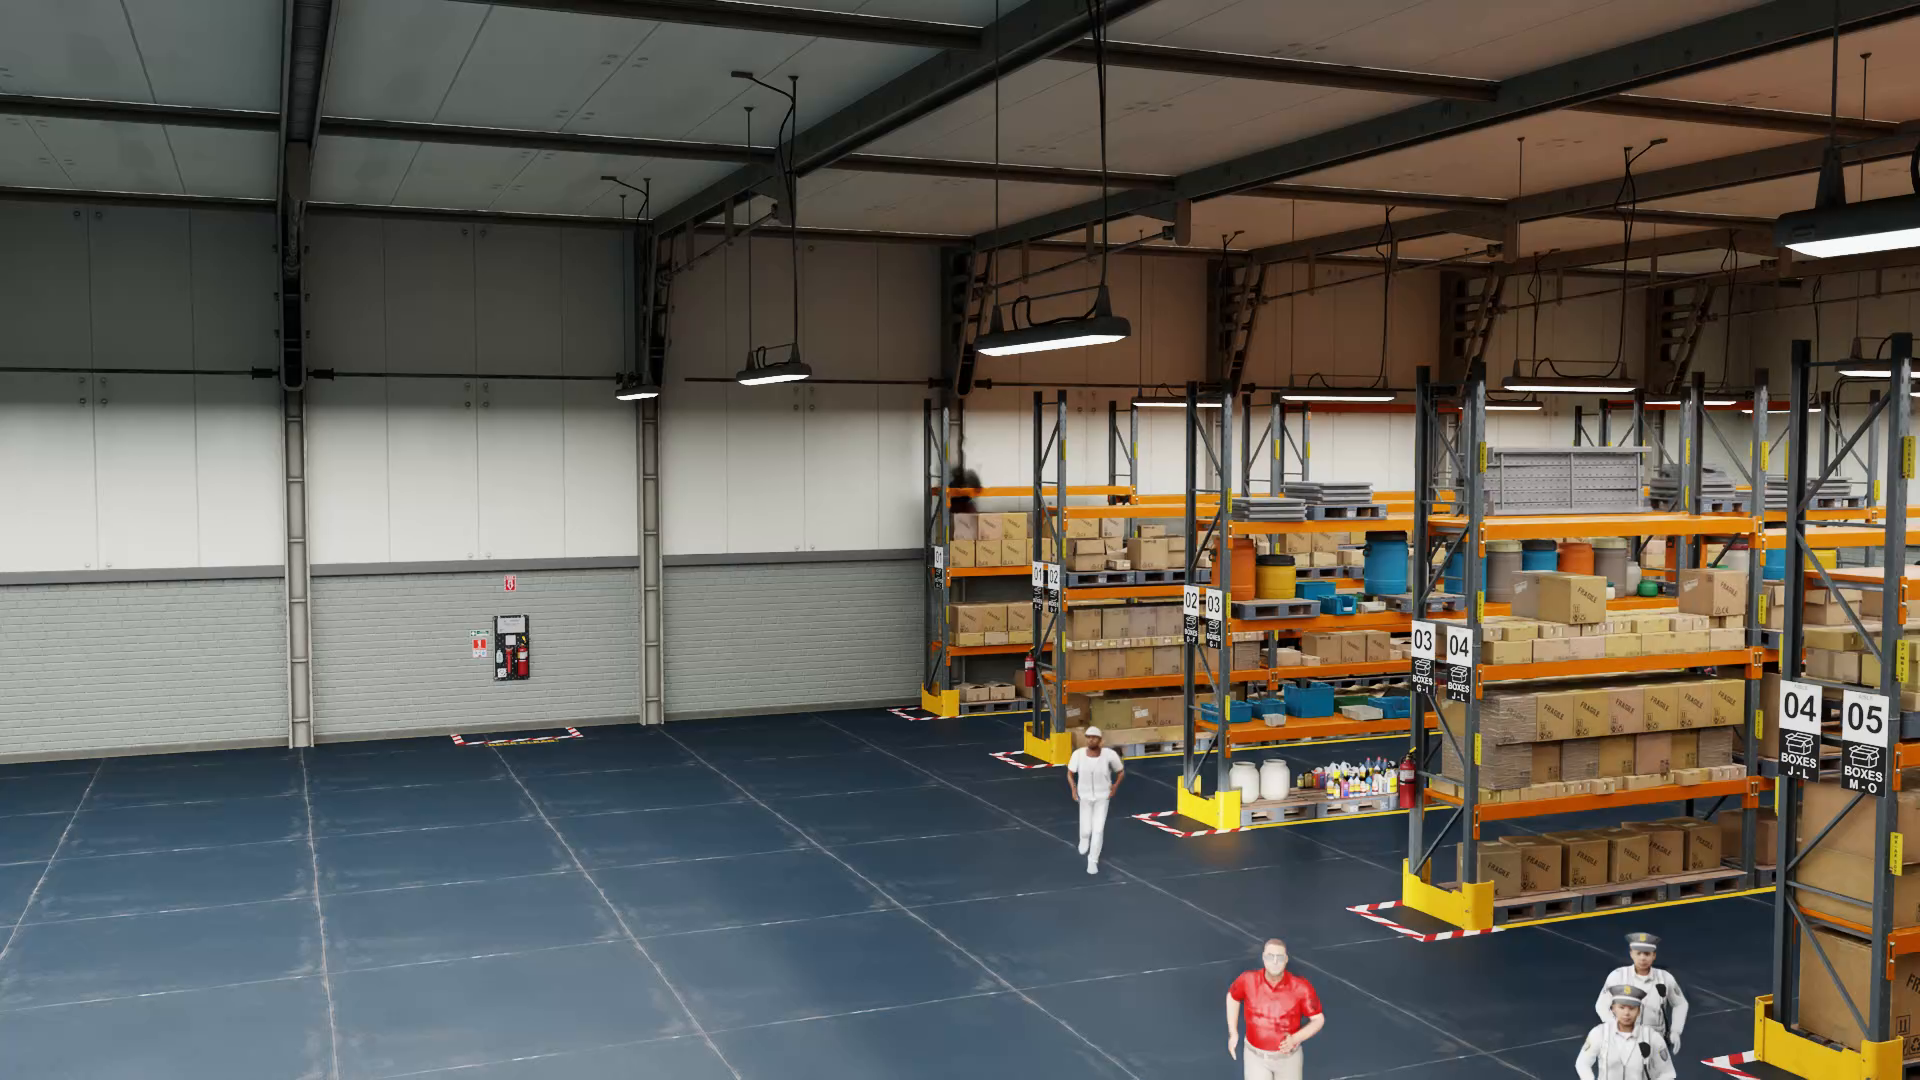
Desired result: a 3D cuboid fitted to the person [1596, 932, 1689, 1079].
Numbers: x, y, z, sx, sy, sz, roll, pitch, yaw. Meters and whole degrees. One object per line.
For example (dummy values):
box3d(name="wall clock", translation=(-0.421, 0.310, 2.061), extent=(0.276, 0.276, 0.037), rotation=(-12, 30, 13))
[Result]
box3d(name="person", translation=(4.908, 3.630, 11.970), extent=(0.628, 1.682, 0.806), rotation=(1, 4, 19))

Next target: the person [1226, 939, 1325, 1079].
box3d(name="person", translation=(2.177, 3.611, 11.533), extent=(0.679, 1.726, 0.898), rotation=(1, 3, 12))

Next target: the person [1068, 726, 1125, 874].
box3d(name="person", translation=(1.651, 3.118, 20.203), extent=(0.701, 1.745, 0.694), rotation=(1, 3, 10))

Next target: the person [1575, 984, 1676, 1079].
box3d(name="person", translation=(4.331, 3.697, 10.846), extent=(0.613, 1.647, 0.559), rotation=(1, 4, 24))
